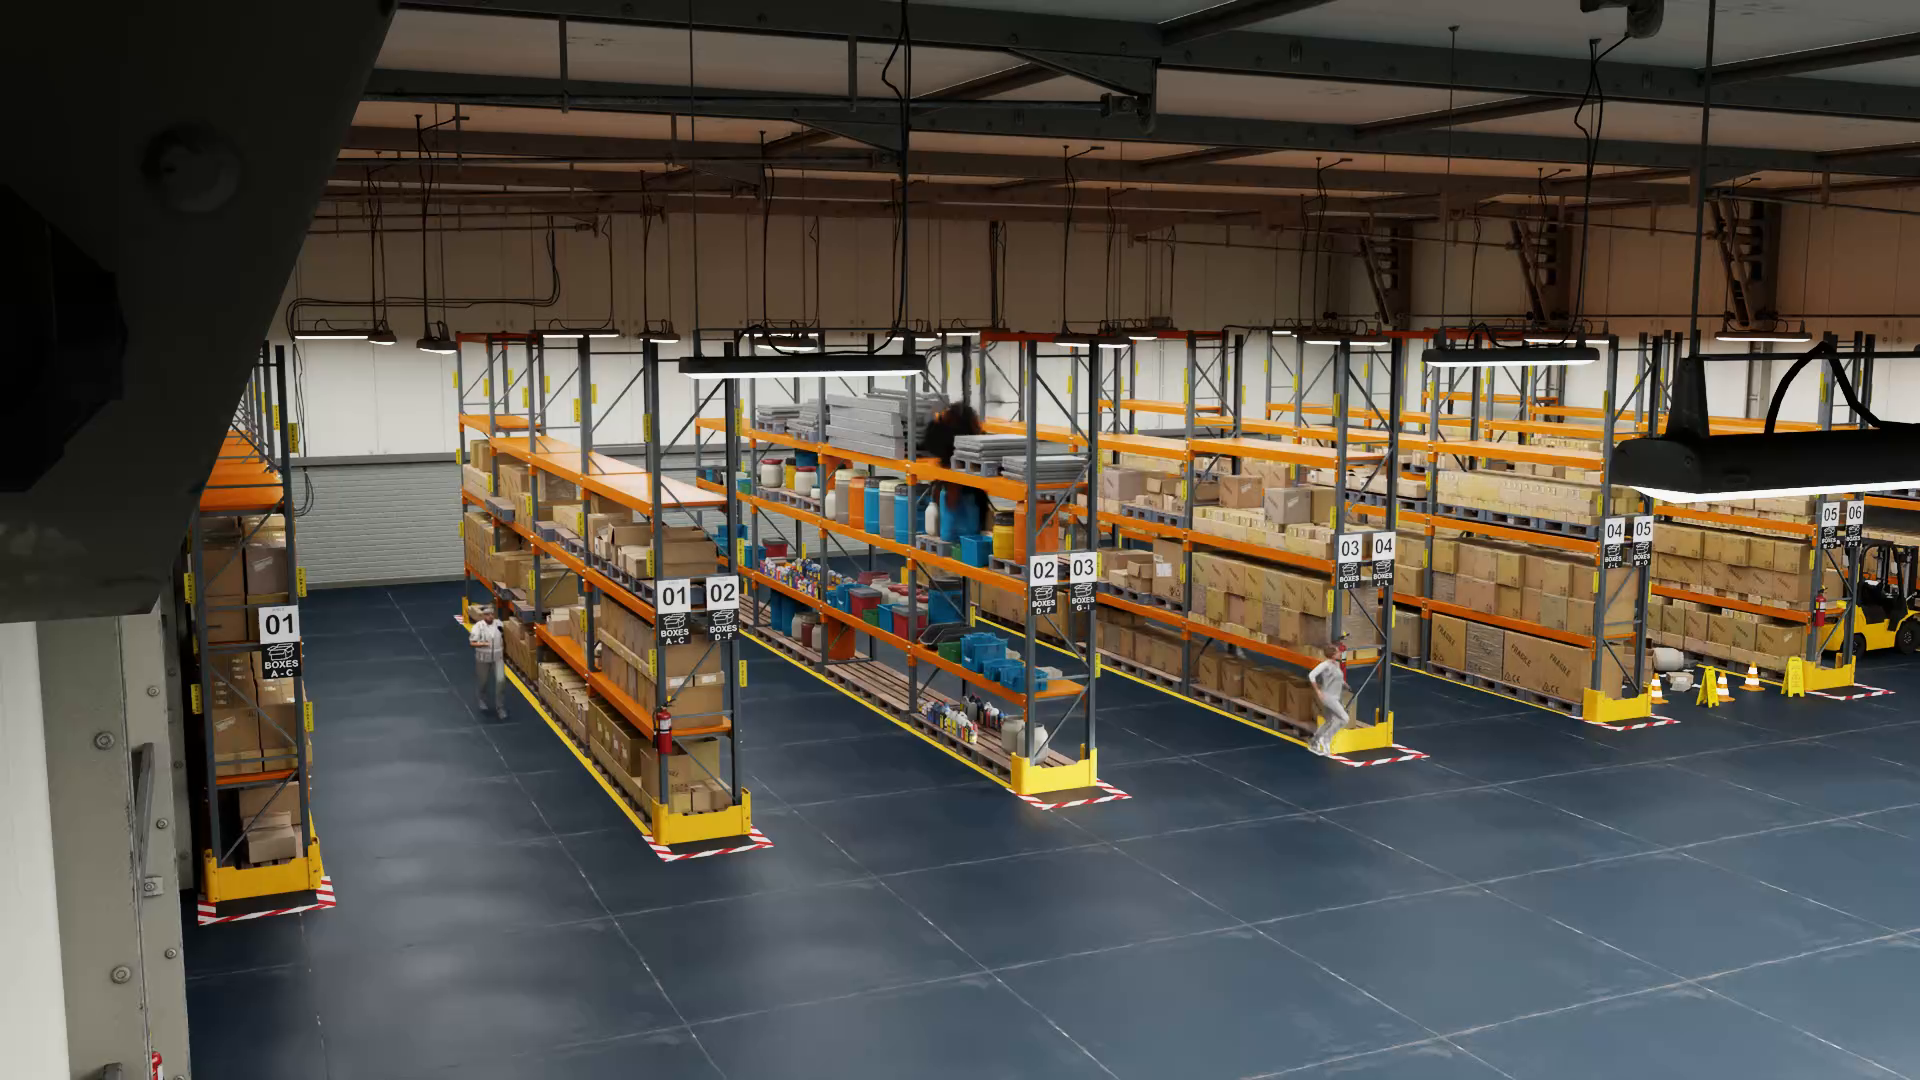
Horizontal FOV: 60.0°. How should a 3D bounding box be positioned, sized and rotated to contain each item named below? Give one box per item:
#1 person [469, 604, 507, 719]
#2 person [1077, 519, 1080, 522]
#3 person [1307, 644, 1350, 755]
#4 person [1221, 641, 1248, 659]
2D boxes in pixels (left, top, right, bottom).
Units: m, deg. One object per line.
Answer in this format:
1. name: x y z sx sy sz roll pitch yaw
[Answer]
1. person: -7.475 1.910 26.401 0.603 1.833 0.866 -4 9 -28
2. person: 2.686 0.302 38.860 0.581 1.683 0.694 -3 8 -20
3. person: 5.191 2.240 23.294 0.596 1.560 0.541 4 9 26
4. person: 5.119 1.299 30.798 0.682 1.788 0.880 -4 9 -28
